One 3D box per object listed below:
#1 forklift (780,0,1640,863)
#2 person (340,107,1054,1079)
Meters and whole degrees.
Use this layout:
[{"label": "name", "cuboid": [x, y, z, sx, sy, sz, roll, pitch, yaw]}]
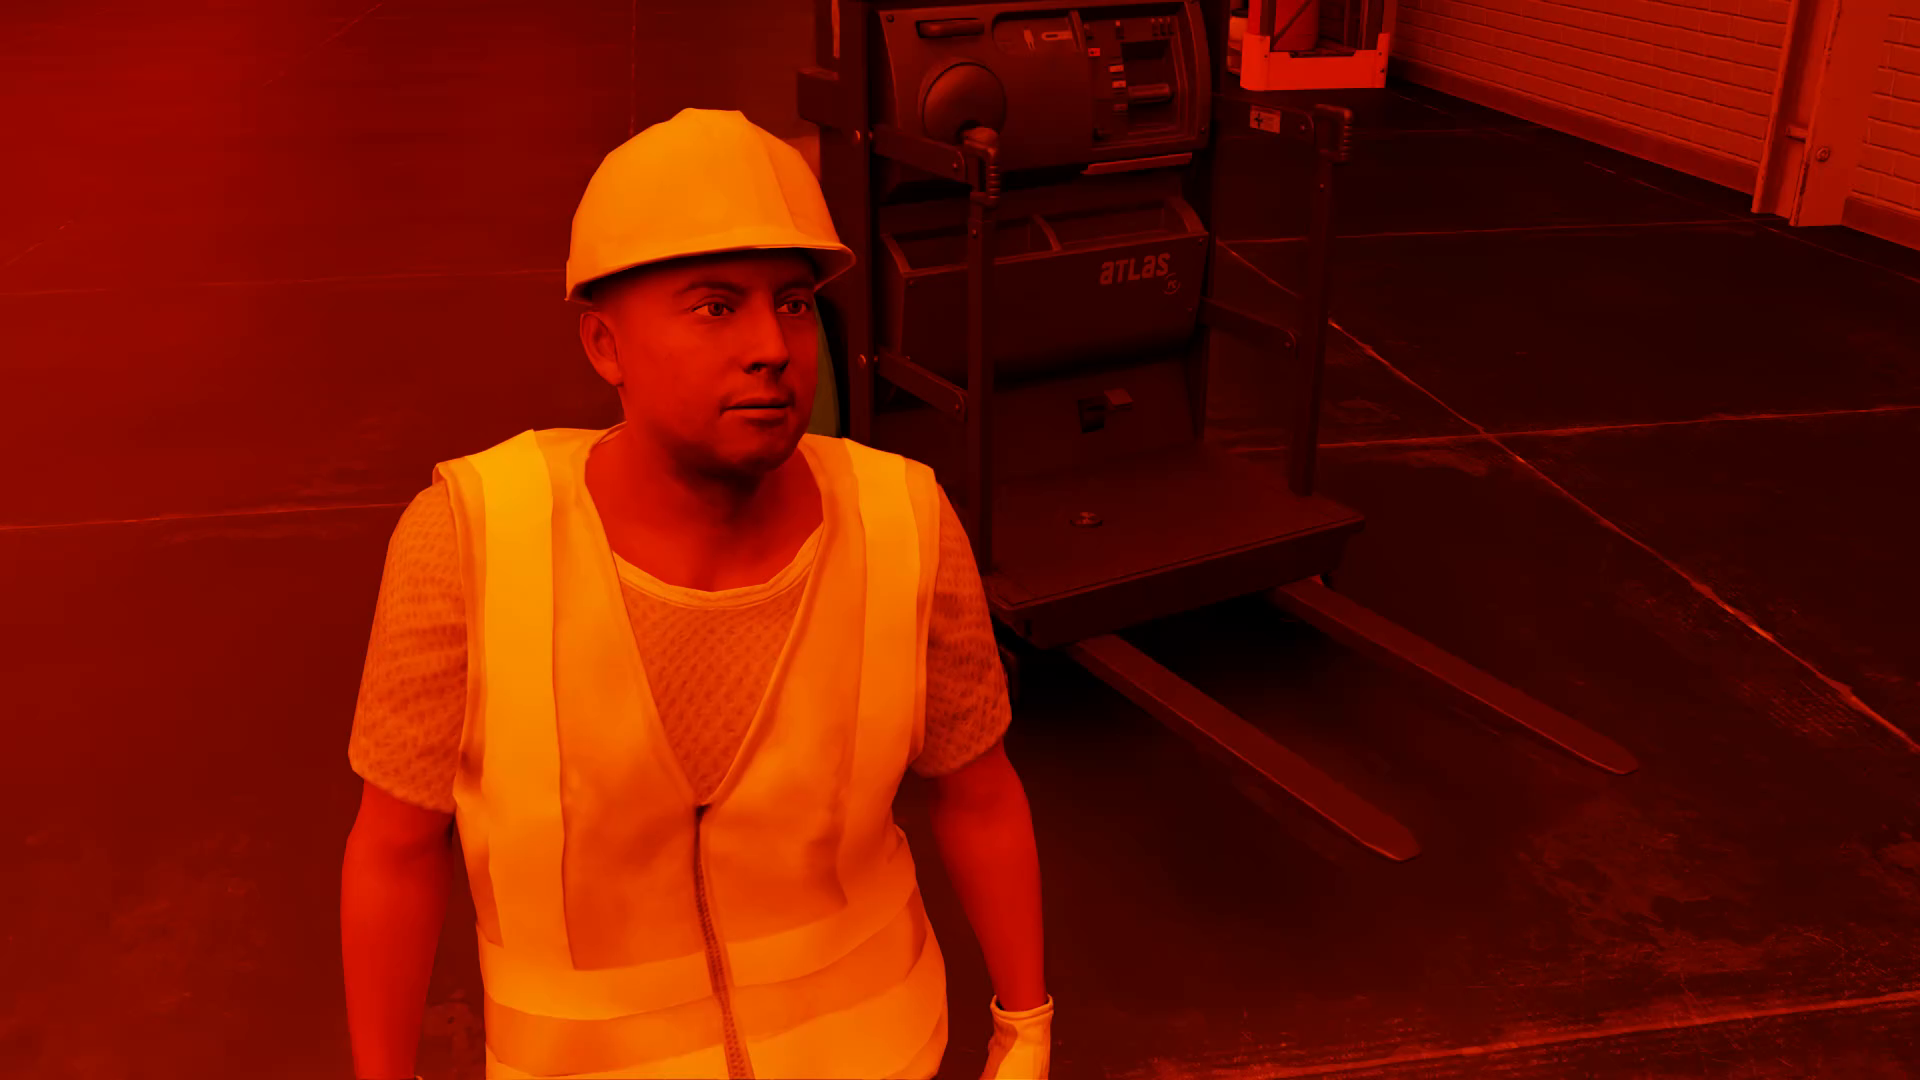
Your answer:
[{"label": "forklift", "cuboid": [0.338, -1.129, 3.943, 1.130, 2.935, 3.031, -13, 27, -28]}, {"label": "person", "cuboid": [-0.203, 0.541, 1.501, 0.655, 1.782, 0.577, -8, 24, -17]}]
